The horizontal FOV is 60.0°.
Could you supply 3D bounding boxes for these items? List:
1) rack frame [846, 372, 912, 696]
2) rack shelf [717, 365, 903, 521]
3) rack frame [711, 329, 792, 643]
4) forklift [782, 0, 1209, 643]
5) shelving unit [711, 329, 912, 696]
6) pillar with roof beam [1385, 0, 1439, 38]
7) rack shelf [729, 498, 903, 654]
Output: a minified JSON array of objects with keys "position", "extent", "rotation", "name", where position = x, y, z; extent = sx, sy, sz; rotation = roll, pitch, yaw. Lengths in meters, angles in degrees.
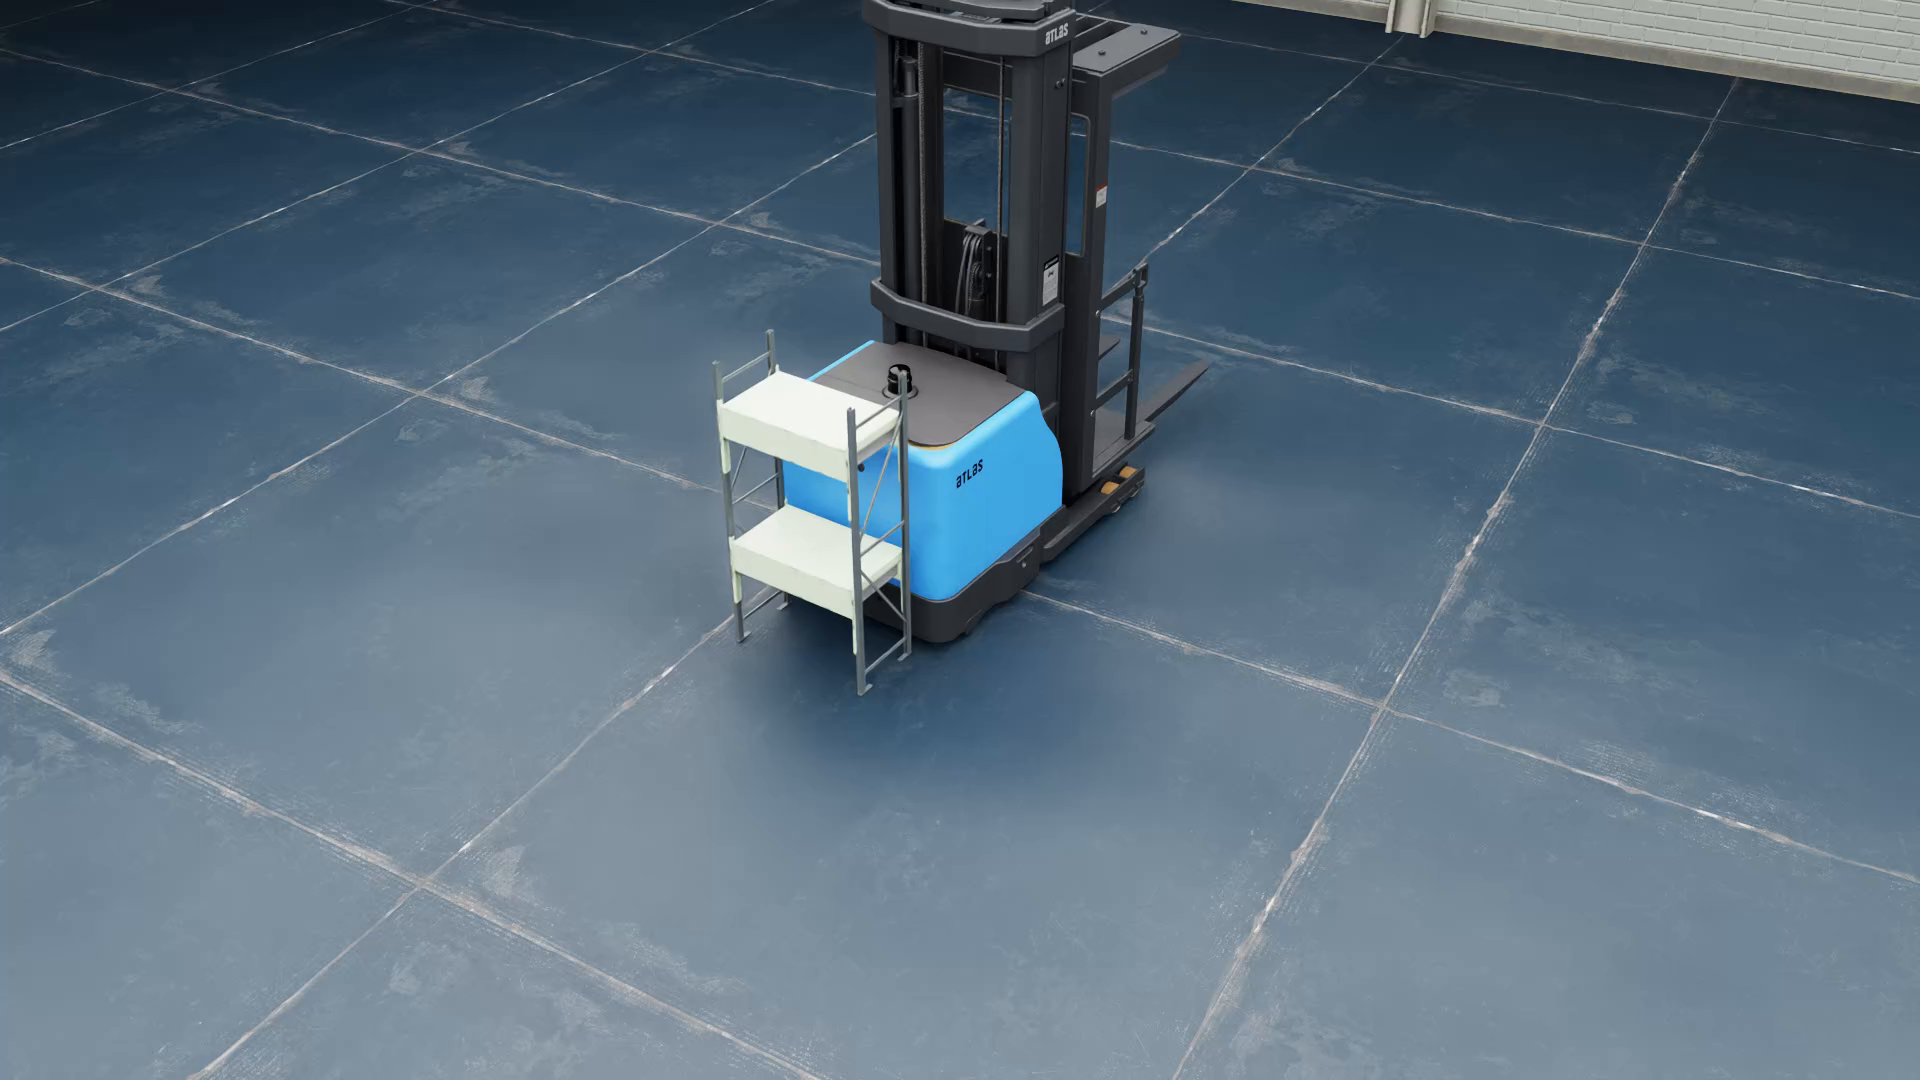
[{"position":[-0.350,0.001,7.394],"extent":[0.023,1.500,0.400],"rotation":[21,39,28],"name":"rack frame"},{"position":[-0.652,-0.438,7.349],"extent":[0.720,0.370,0.431],"rotation":[21,39,28],"name":"rack shelf"},{"position":[-0.956,-0.226,7.735],"extent":[0.023,1.500,0.400],"rotation":[21,39,28],"name":"rack frame"},{"position":[0.354,-1.504,8.364],"extent":[1.130,2.935,3.031],"rotation":[21,39,28],"name":"forklift"},{"position":[-0.653,-0.113,7.564],"extent":[0.755,1.500,0.431],"rotation":[21,39,28],"name":"shelving unit"},{"position":[2.244,-6.634,10.594],"extent":[0.400,9.000,9.100],"rotation":[18,37,24],"name":"pillar with roof beam"},{"position":[-0.654,0.159,7.744],"extent":[0.720,0.370,0.431],"rotation":[21,39,28],"name":"rack shelf"}]
